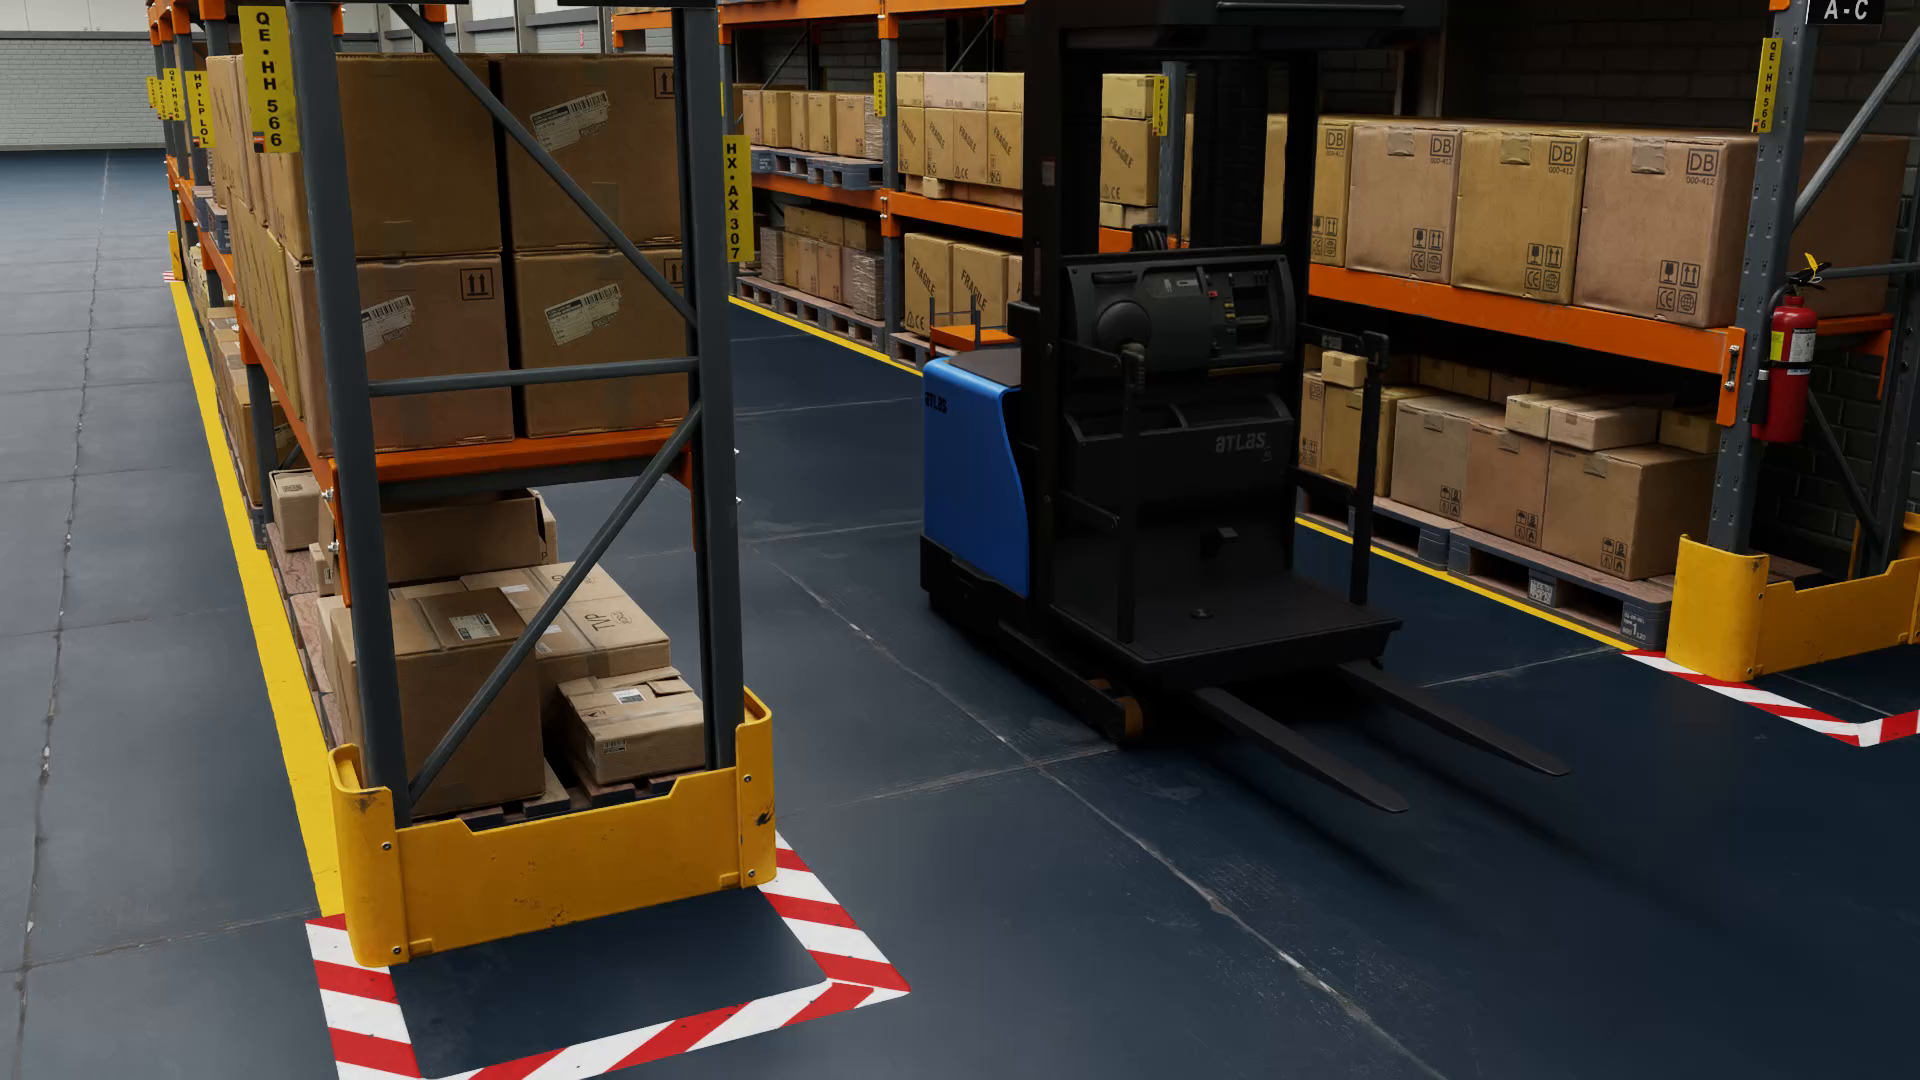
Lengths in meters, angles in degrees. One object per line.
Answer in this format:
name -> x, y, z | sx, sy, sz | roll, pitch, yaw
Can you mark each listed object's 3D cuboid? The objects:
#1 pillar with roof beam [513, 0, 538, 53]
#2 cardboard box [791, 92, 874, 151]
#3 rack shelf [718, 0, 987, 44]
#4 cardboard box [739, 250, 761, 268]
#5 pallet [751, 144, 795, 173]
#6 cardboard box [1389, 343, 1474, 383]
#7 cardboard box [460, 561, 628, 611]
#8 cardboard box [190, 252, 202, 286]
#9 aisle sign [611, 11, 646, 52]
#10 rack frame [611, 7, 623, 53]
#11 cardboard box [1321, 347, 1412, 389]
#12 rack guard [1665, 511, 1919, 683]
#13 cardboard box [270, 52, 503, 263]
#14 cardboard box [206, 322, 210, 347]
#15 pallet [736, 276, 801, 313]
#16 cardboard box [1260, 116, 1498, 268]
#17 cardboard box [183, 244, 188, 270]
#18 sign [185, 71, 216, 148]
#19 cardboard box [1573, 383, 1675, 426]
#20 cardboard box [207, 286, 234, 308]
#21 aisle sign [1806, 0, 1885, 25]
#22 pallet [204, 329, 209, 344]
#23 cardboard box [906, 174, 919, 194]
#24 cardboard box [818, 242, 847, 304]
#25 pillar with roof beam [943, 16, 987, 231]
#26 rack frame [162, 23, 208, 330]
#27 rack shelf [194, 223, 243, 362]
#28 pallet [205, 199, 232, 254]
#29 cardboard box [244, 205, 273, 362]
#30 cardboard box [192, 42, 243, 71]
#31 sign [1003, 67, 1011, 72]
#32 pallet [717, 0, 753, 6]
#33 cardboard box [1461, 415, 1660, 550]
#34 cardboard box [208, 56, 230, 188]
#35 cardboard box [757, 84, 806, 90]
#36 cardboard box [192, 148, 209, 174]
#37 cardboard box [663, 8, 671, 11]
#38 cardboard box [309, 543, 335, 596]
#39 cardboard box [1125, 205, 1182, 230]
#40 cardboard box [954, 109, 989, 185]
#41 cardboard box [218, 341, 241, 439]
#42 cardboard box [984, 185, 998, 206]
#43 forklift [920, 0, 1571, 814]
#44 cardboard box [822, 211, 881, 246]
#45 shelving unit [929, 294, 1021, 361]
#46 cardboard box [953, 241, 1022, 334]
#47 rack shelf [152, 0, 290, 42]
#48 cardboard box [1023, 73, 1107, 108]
pillar with roof beam -> -11.680, -10.247, 27.645 | 9.100, 9.000, 0.400 | -8, 18, -25
cardboard box -> -1.138, -3.816, 15.131 | 0.700, 0.500, 0.500 | -5, 17, -17
rack shelf -> -1.009, -4.586, 14.658 | 1.077, 0.370, 4.000 | -8, 18, -25
cardboard box -> -2.147, -2.964, 17.481 | 0.380, 0.166, 0.250 | -10, 19, -32
pallet -> -1.681, -3.686, 16.006 | 1.003, 0.211, 1.213 | -8, 18, -25
cardboard box -> 2.428, -0.918, 8.605 | 0.380, 0.149, 0.250 | -7, 18, -24
cardboard box -> -1.501, 0.283, 6.015 | 0.500, 0.250, 0.500 | -8, 18, -25
cardboard box -> -6.165, -2.278, 13.959 | 0.500, 0.311, 0.500 | -8, 18, -26
aisle sign -> -3.939, -6.209, 19.734 | 0.394, 0.787, 0.004 | -8, 18, -25
rack frame -> -3.638, -4.977, 20.157 | 1.000, 3.000, 0.127 | -8, 18, -25
cardboard box -> 2.070, -0.880, 8.473 | 0.380, 0.149, 0.250 | -8, 18, -26
rack guard -> 3.382, 0.197, 6.656 | 1.175, 0.500, 0.348 | -8, 18, -25
cardboard box -> -1.522, -1.016, 4.360 | 0.500, 0.500, 0.500 | -8, 18, -25
cardboard box -> -5.481, -1.628, 12.708 | 0.500, 0.250, 0.500 | -7, 18, -24
pallet -> -1.543, -2.452, 16.414 | 1.003, 0.211, 1.213 | -8, 18, -25
cardboard box -> 2.157, -1.828, 8.639 | 0.980, 0.700, 0.700 | -8, 18, -26
cardboard box -> -7.832, -2.975, 17.402 | 0.500, 0.250, 0.500 | -8, 18, -25
sign -> -3.329, -1.891, 7.303 | 0.100, 0.325, 0.005 | -8, 18, -25
cardboard box -> 2.987, -0.602, 7.506 | 0.380, 0.149, 0.250 | -8, 18, -25
cardboard box -> -5.035, -1.644, 11.748 | 0.500, 0.311, 0.500 | -7, 17, -23
aisle sign -> 3.134, -2.205, 5.785 | 0.394, 0.787, 0.004 | -8, 18, -25
pallet -> -5.979, -1.868, 14.376 | 1.003, 0.211, 1.213 | -8, 18, -25
cardboard box -> -0.197, -2.773, 12.895 | 0.380, 0.149, 0.250 | -8, 18, -26
cardboard box -> -0.859, -2.437, 15.040 | 0.700, 0.500, 0.500 | -8, 18, -25
pillar with roof beam -> -3.795, -5.784, 12.092 | 9.100, 9.000, 0.400 | -8, 18, -25
rack frame -> -6.337, -3.386, 14.612 | 1.000, 3.000, 0.127 | -8, 18, -25
rack shelf -> -3.708, -1.552, 9.527 | 1.077, 0.370, 4.000 | -8, 18, -25
pallet -> -3.728, -1.820, 9.504 | 1.003, 0.211, 1.213 | -8, 18, -25
cardboard box -> -2.185, -0.914, 5.817 | 0.500, 0.500, 0.500 | -8, 18, -26
cardboard box -> -6.537, -4.167, 14.800 | 0.700, 0.500, 0.500 | -8, 18, -25
sign -> 0.365, -3.618, 13.322 | 0.100, 0.325, 0.005 | -8, 18, -25
pallet -> -1.711, -5.171, 15.735 | 1.213, 0.211, 1.003 | -8, 18, -25
cardboard box -> 2.756, -0.296, 7.614 | 0.700, 0.500, 0.500 | -8, 18, -25
cardboard box -> -2.652, -1.652, 6.576 | 0.500, 0.500, 0.500 | -8, 18, -27
cardboard box -> -1.903, -4.425, 17.110 | 0.500, 0.500, 0.500 | -8, 18, -26
cardboard box -> -6.537, -3.543, 14.979 | 0.700, 0.500, 0.500 | -8, 18, -26
cardboard box -> -2.816, -5.840, 17.508 | 0.500, 0.500, 0.500 | -8, 18, -27
cardboard box -> -2.455, 0.092, 6.832 | 0.380, 0.166, 0.250 | -8, 18, -25
cardboard box -> 1.217, -1.940, 9.993 | 0.380, 0.149, 0.250 | -7, 18, -24
cardboard box -> 0.287, -2.789, 11.774 | 0.500, 0.500, 0.500 | -8, 18, -25
cardboard box -> -3.959, -0.874, 9.592 | 0.500, 0.500, 0.500 | -8, 18, -27
cardboard box -> 0.392, -2.457, 11.795 | 0.380, 0.149, 0.250 | -7, 18, -24
forklift -> 0.904, -0.836, 5.851 | 1.130, 2.935, 3.031 | -7, 18, -24
cardboard box -> -0.918, -2.812, 14.987 | 0.500, 0.250, 0.500 | -8, 18, -25
shelving unit -> 0.072, -0.536, 7.942 | 0.258, 1.200, 0.503 | -8, 18, -25
cardboard box -> 0.449, -1.746, 12.033 | 0.750, 0.750, 0.750 | -8, 18, -25
rack shelf -> -5.460, -3.986, 12.569 | 1.077, 0.370, 4.000 | -8, 18, -25
cardboard box -> 0.746, -2.902, 10.810 | 0.500, 0.250, 0.500 | -7, 18, -24
